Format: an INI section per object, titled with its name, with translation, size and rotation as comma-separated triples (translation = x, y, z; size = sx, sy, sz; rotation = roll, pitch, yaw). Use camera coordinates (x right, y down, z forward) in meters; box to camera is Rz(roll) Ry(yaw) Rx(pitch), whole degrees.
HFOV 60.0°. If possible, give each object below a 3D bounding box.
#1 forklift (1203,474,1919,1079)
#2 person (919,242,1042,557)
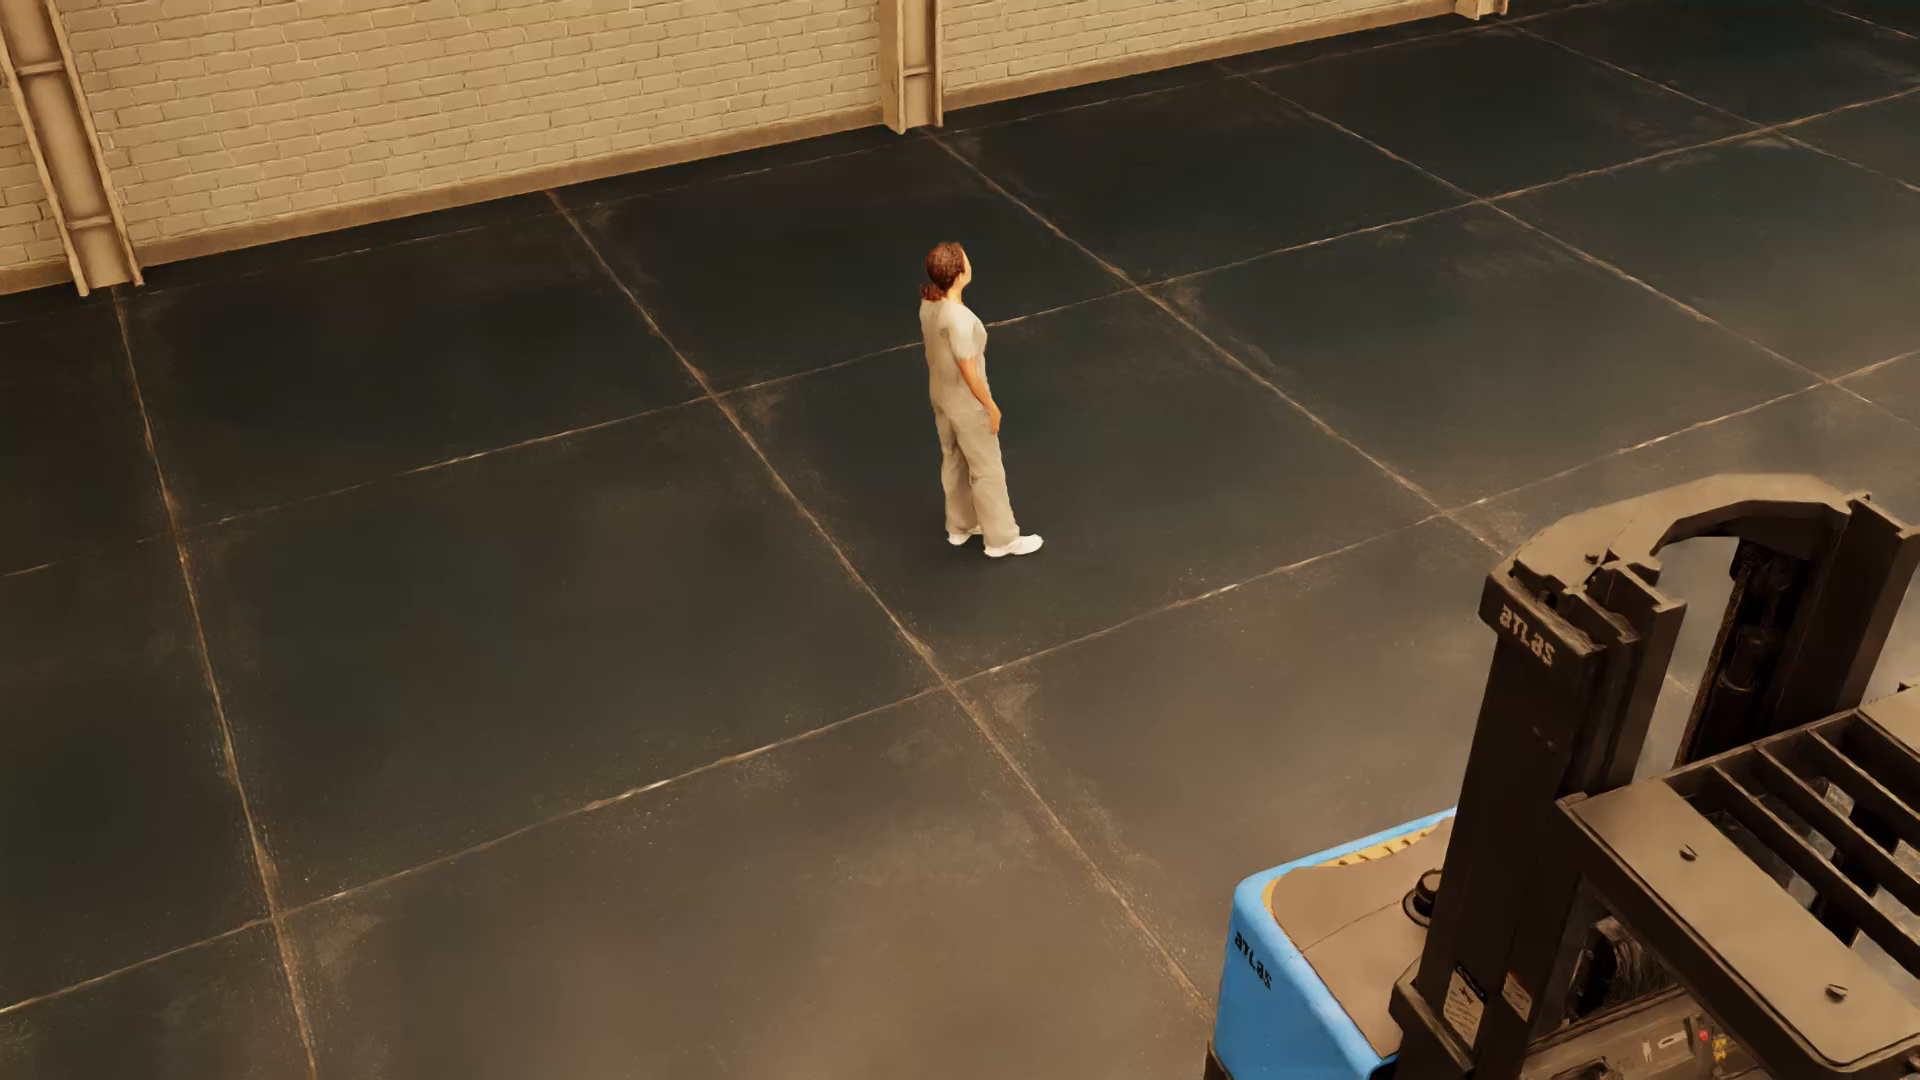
[forklift]
translation = 1.891, 1.436, 4.091
size = 1.130, 2.935, 3.031
rotation = -14, 38, -19
[person]
translation = 0.072, -0.703, 8.193
size = 0.548, 1.674, 0.550
rotation = -17, 39, -23
